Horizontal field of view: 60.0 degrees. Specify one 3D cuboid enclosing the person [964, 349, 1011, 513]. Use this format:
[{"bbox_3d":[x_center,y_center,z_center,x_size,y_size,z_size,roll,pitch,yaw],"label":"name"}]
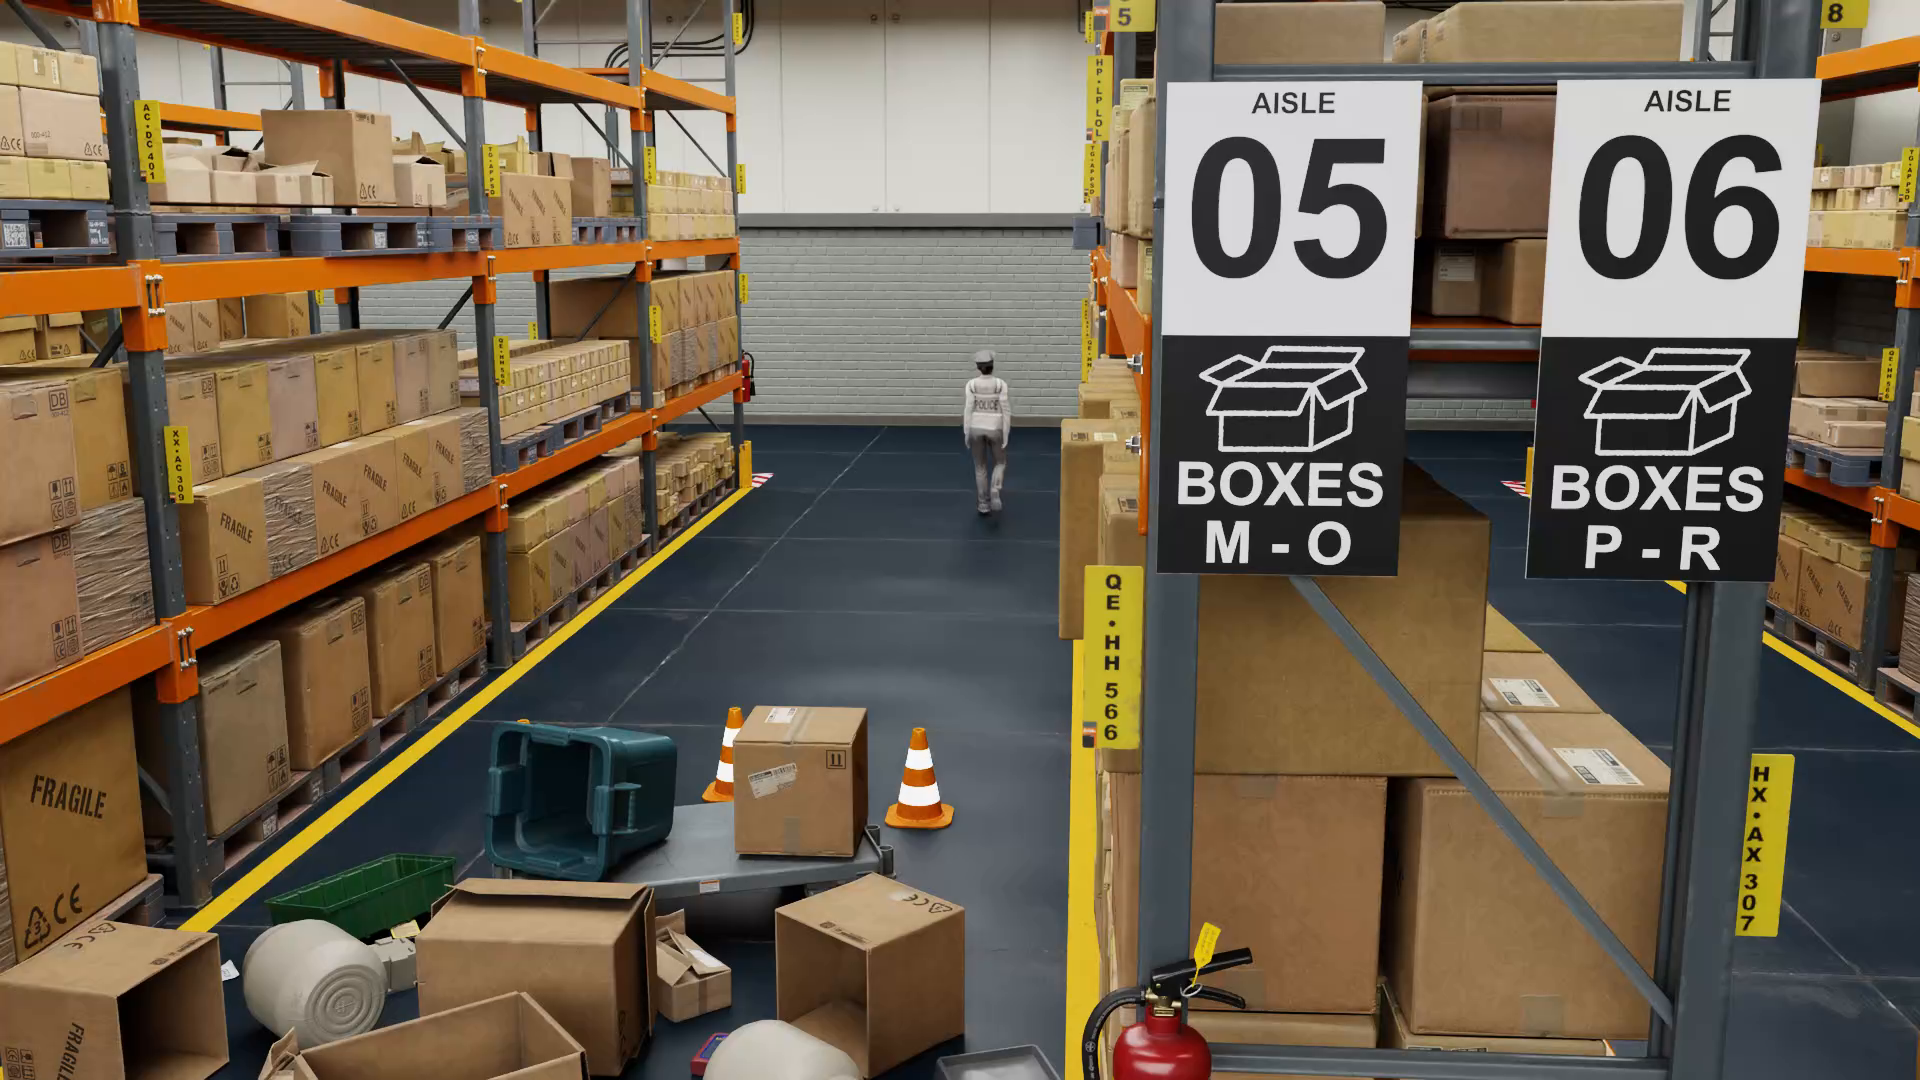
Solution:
[{"bbox_3d":[0.284,-1.100,16.978,0.478,1.678,0.503,1,11,4],"label":"person"}]
